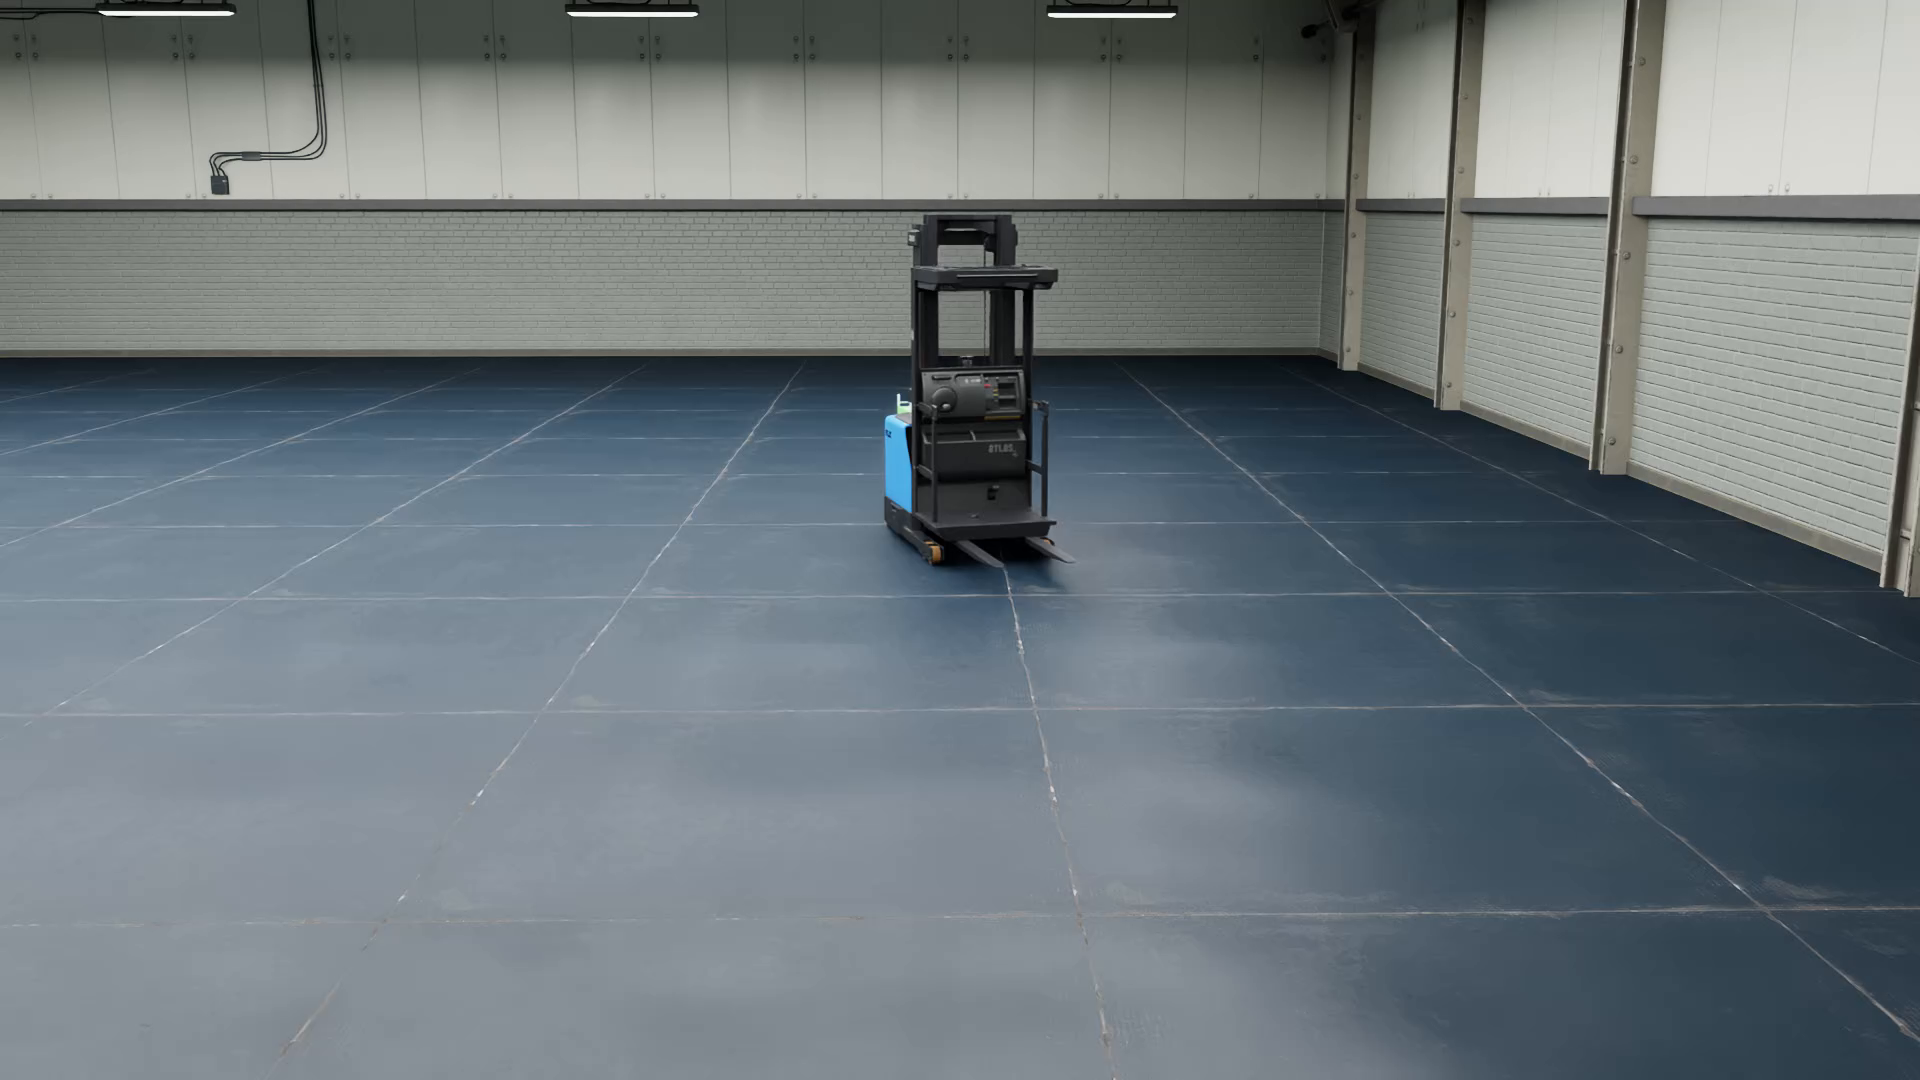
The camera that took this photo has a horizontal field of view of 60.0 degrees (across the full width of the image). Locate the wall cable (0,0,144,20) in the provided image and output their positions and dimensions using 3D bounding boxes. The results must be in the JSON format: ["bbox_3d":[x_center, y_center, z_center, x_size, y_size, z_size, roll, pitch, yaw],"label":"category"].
[{"bbox_3d":[-17.225,-11.248,31.727,3.097,2.526,0.112,0,11,-1],"label":"wall cable"}]

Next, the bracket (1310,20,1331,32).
[{"bbox_3d":[6.808,-9.779,31.765,0.076,0.066,3.189,0,11,-1],"label":"bracket"}]

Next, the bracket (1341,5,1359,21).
[{"bbox_3d":[6.862,-9.260,29.208,0.235,0.232,0.430,0,11,-1],"label":"bracket"}]

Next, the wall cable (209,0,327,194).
[{"bbox_3d":[-13.532,-9.744,32.094,2.305,6.003,0.169,0,11,-1],"label":"wall cable"}]

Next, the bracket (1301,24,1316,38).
[{"bbox_3d":[6.796,-9.896,32.343,0.235,0.232,0.430,0,11,-1],"label":"bracket"}]

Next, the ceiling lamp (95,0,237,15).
[{"bbox_3d":[-12.068,-9.593,25.221,2.000,3.185,0.800,0,11,-1],"label":"ceiling lamp"}]

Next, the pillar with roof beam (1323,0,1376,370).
[{"bbox_3d":[2.904,-7.562,29.893,9.100,9.000,0.548,0,11,-1],"label":"pillar with roof beam"}]

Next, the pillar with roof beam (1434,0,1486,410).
[{"bbox_3d":[3.028,-6.370,24.014,9.100,9.000,0.400,0,11,-1],"label":"pillar with roof beam"}]

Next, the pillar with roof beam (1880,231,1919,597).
[{"bbox_3d":[3.276,-3.984,12.256,9.100,9.000,0.400,0,11,-1],"label":"pillar with roof beam"}]

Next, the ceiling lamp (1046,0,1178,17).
[{"bbox_3d":[2.329,-9.652,25.513,2.000,3.185,0.800,0,11,-1],"label":"ceiling lamp"}]

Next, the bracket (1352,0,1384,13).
[{"bbox_3d":[6.915,-8.748,26.684,0.076,0.066,4.783,0,11,-1],"label":"bracket"}]

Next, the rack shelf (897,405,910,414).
[{"bbox_3d":[-0.428,-1.206,16.082,0.258,0.148,0.480,-3,12,-16],"label":"rack shelf"}]

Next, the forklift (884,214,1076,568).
[{"bbox_3d":[0.181,-1.313,14.350,1.130,2.935,3.031,-3,12,-16],"label":"forklift"}]

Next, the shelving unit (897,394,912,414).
[{"bbox_3d":[-0.428,-0.798,16.165,0.258,1.200,0.503,-3,12,-16],"label":"shelving unit"}]

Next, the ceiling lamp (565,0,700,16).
[{"bbox_3d":[-5.010,-9.622,25.364,2.000,3.185,0.800,0,11,-1],"label":"ceiling lamp"}]

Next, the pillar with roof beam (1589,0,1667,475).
[{"bbox_3d":[3.152,-5.177,18.135,9.100,9.000,0.400,0,11,-1],"label":"pillar with roof beam"}]

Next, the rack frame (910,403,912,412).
[{"bbox_3d":[-0.359,-0.751,15.935,0.240,1.200,0.015,-3,12,-16],"label":"rack frame"}]

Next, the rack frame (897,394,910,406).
[{"bbox_3d":[-0.496,-0.844,16.394,0.240,1.200,0.015,-3,12,-16],"label":"rack frame"}]
